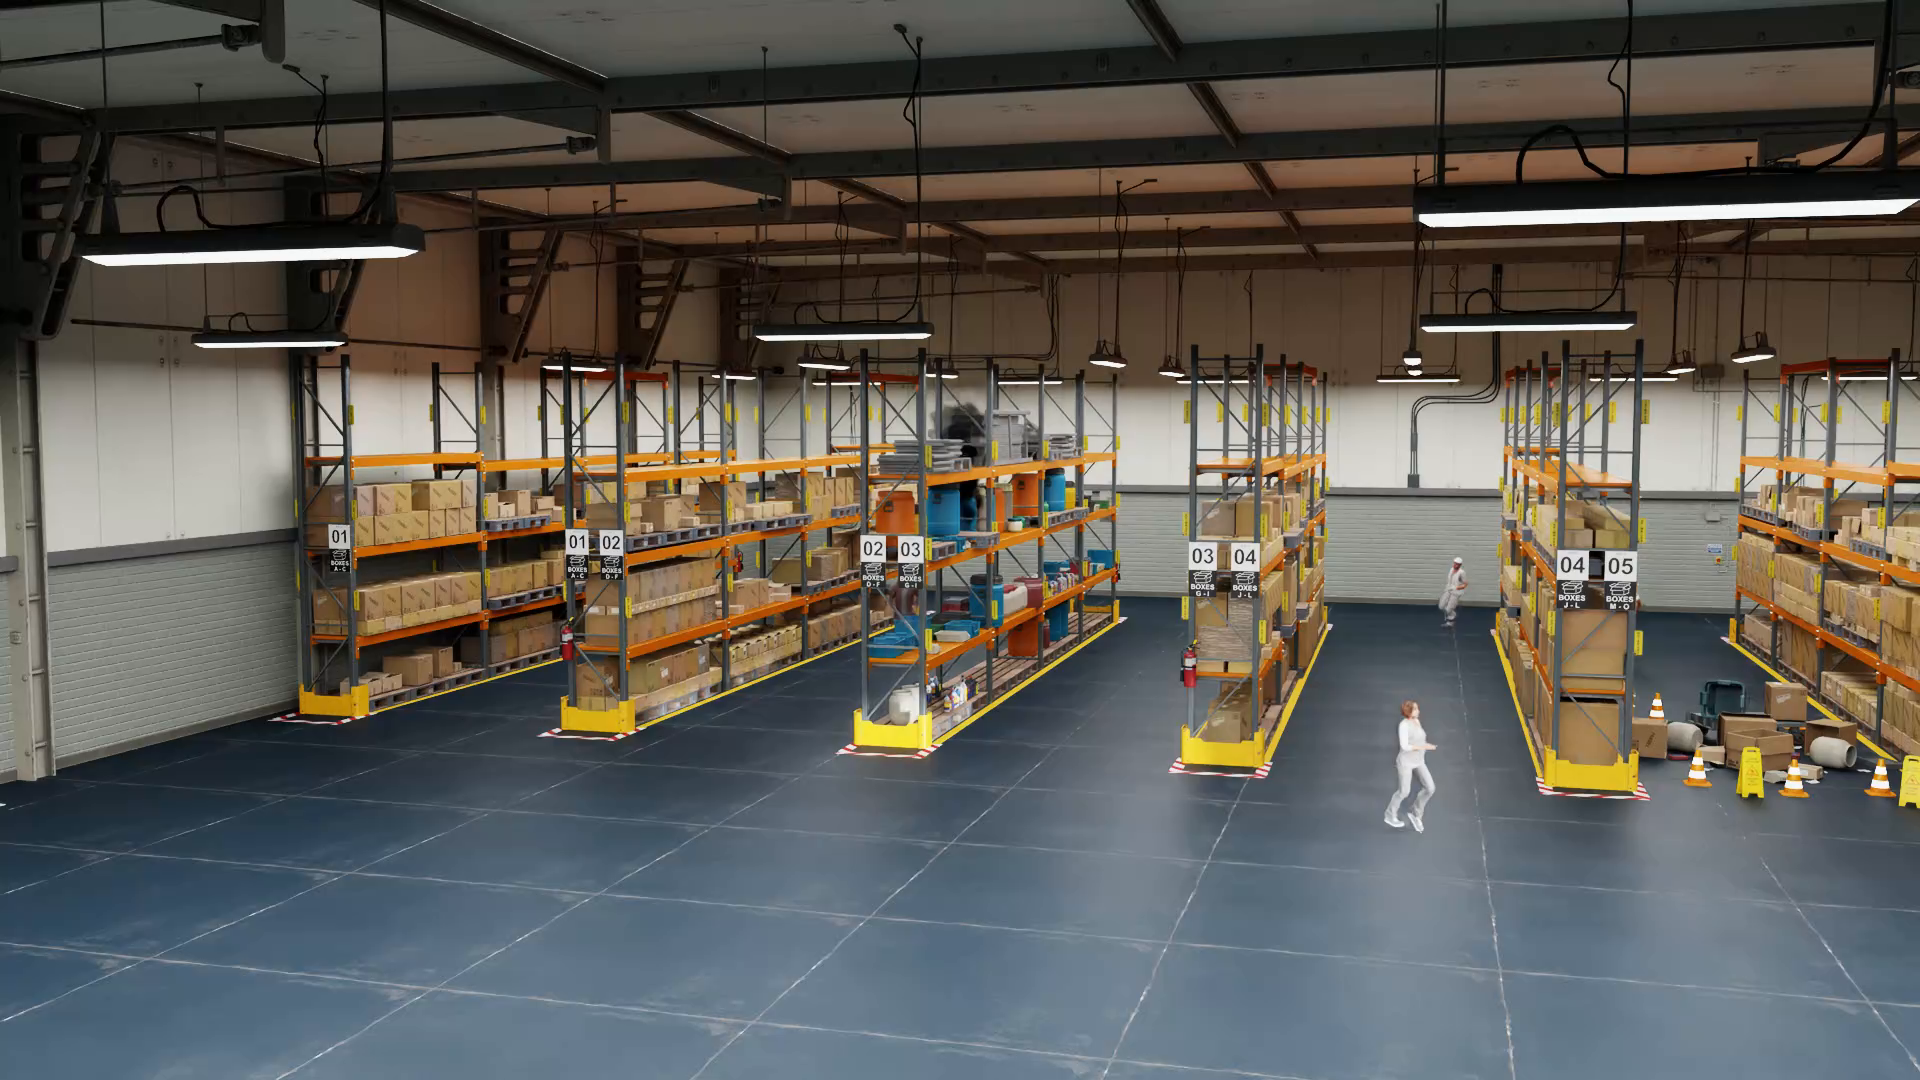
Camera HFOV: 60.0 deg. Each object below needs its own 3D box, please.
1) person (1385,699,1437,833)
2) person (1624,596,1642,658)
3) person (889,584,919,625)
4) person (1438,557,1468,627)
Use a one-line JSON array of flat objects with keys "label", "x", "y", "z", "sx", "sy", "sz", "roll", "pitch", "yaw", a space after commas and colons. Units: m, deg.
[{"label": "person", "x": 5.415, "y": 2.709, "z": 19.930, "sx": 0.507, "sy": 1.611, "sz": 0.672, "roll": -4, "pitch": 6, "yaw": -40}, {"label": "person", "x": 13.567, "y": 1.615, "z": 34.012, "sx": 0.590, "sy": 1.709, "sz": 0.844, "roll": 1, "pitch": 4, "yaw": 8}, {"label": "person", "x": -1.146, "y": 1.537, "z": 34.700, "sx": 0.710, "sy": 1.742, "sz": 0.799, "roll": 0, "pitch": 4, "yaw": 4}, {"label": "person", "x": 11.551, "y": 1.230, "z": 38.942, "sx": 0.553, "sy": 1.680, "sz": 0.773, "roll": -2, "pitch": 5, "yaw": -28}]
